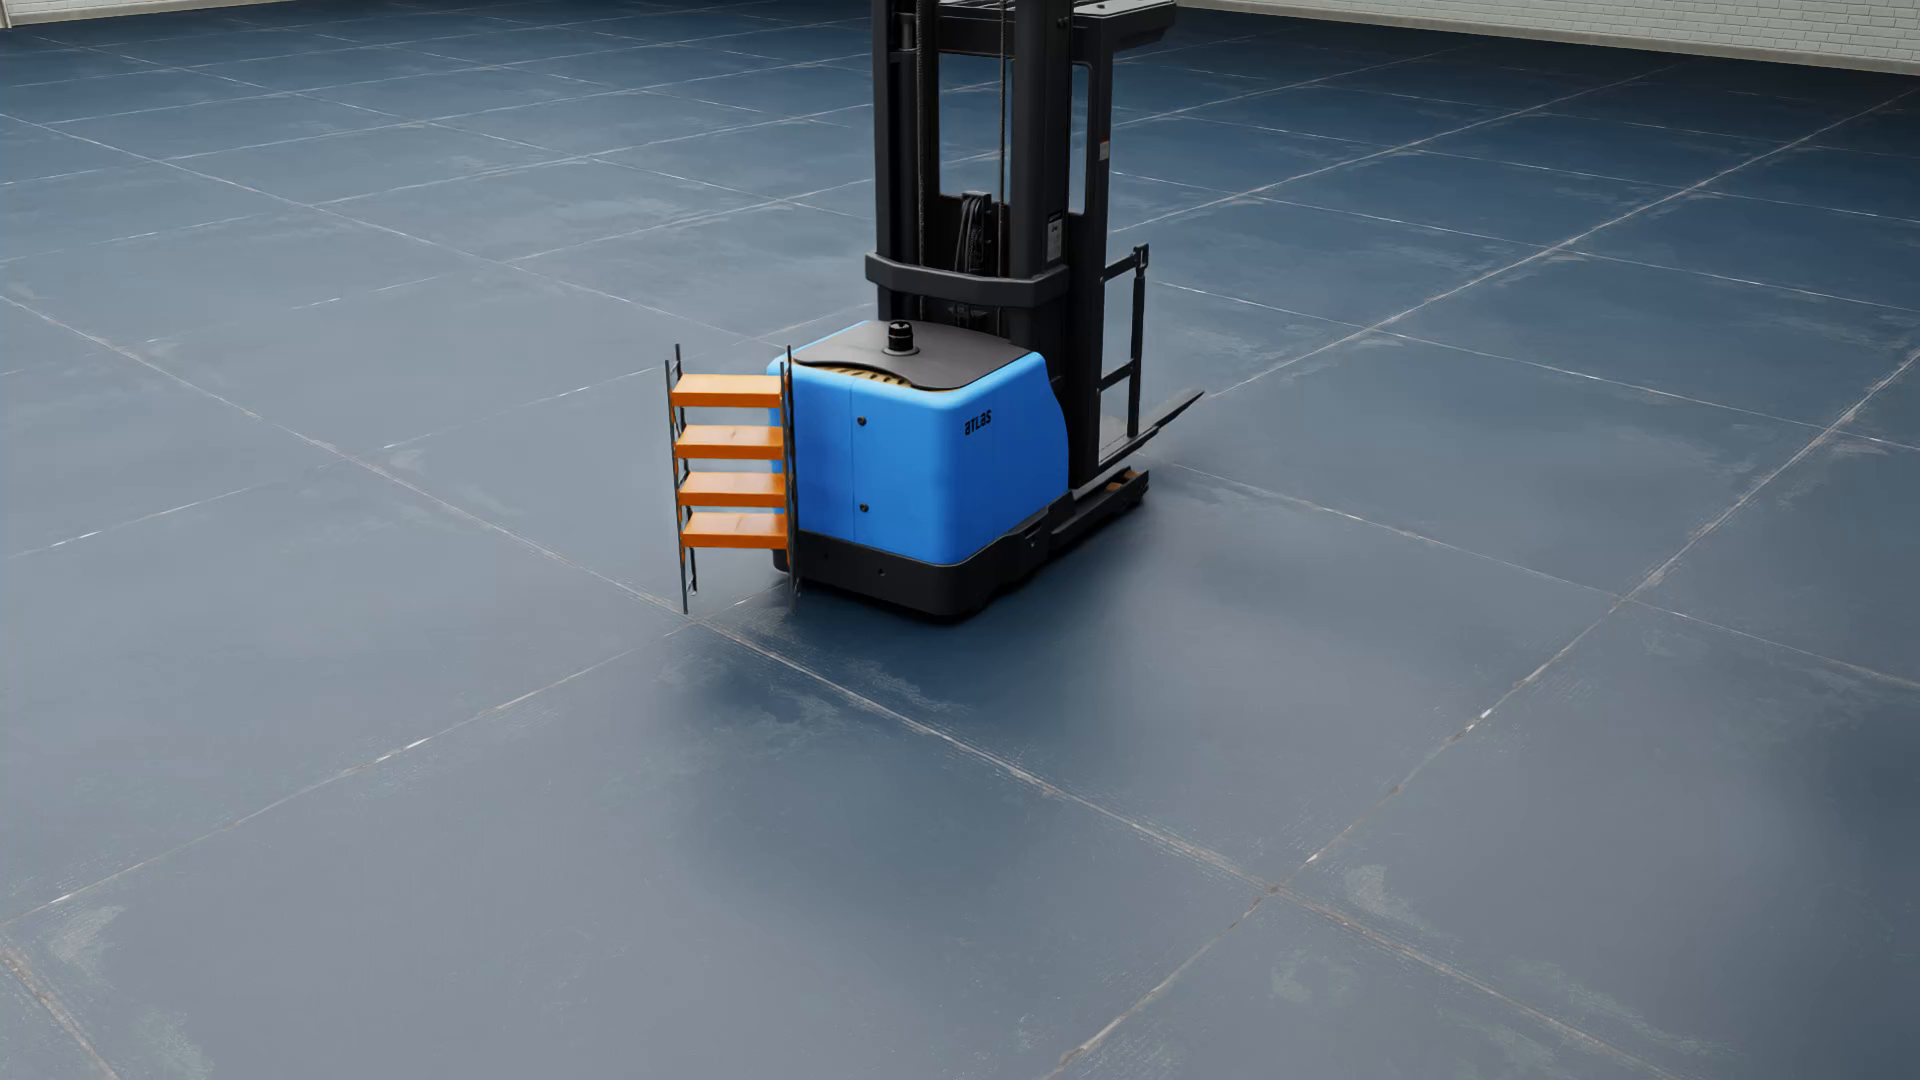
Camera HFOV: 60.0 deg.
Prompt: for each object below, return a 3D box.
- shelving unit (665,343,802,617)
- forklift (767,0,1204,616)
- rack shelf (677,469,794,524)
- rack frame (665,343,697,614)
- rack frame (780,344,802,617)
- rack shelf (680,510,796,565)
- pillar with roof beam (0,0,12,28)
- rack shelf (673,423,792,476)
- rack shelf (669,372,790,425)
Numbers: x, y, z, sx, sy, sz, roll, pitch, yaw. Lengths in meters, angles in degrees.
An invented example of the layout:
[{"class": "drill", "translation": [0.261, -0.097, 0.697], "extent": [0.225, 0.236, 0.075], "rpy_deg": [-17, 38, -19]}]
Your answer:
[{"class": "shelving unit", "translation": [-0.989, -0.256, 7.355], "extent": [0.503, 1.200, 0.258], "rpy_deg": [1, 24, 3]}, {"class": "forklift", "translation": [0.330, -1.560, 8.146], "extent": [1.130, 2.935, 3.031], "rpy_deg": [14, 28, 29]}, {"class": "rack shelf", "translation": [-0.989, -0.195, 7.382], "extent": [0.480, 0.148, 0.258], "rpy_deg": [1, 24, 3]}, {"class": "rack frame", "translation": [-1.233, -0.261, 7.366], "extent": [0.015, 1.200, 0.240], "rpy_deg": [1, 24, 3]}, {"class": "rack frame", "translation": [-0.745, -0.251, 7.344], "extent": [0.015, 1.200, 0.240], "rpy_deg": [1, 24, 3]}, {"class": "rack shelf", "translation": [-0.989, -0.014, 7.463], "extent": [0.480, 0.148, 0.258], "rpy_deg": [1, 24, 3]}, {"class": "pillar with roof beam", "translation": [-12.072, -11.034, 21.861], "extent": [9.100, 9.000, 0.400], "rpy_deg": [20, 31, 38]}, {"class": "rack shelf", "translation": [-0.989, -0.399, 7.291], "extent": [0.480, 0.148, 0.258], "rpy_deg": [1, 24, 3]}, {"class": "rack shelf", "translation": [-0.989, -0.615, 7.194], "extent": [0.480, 0.148, 0.258], "rpy_deg": [1, 24, 3]}]
